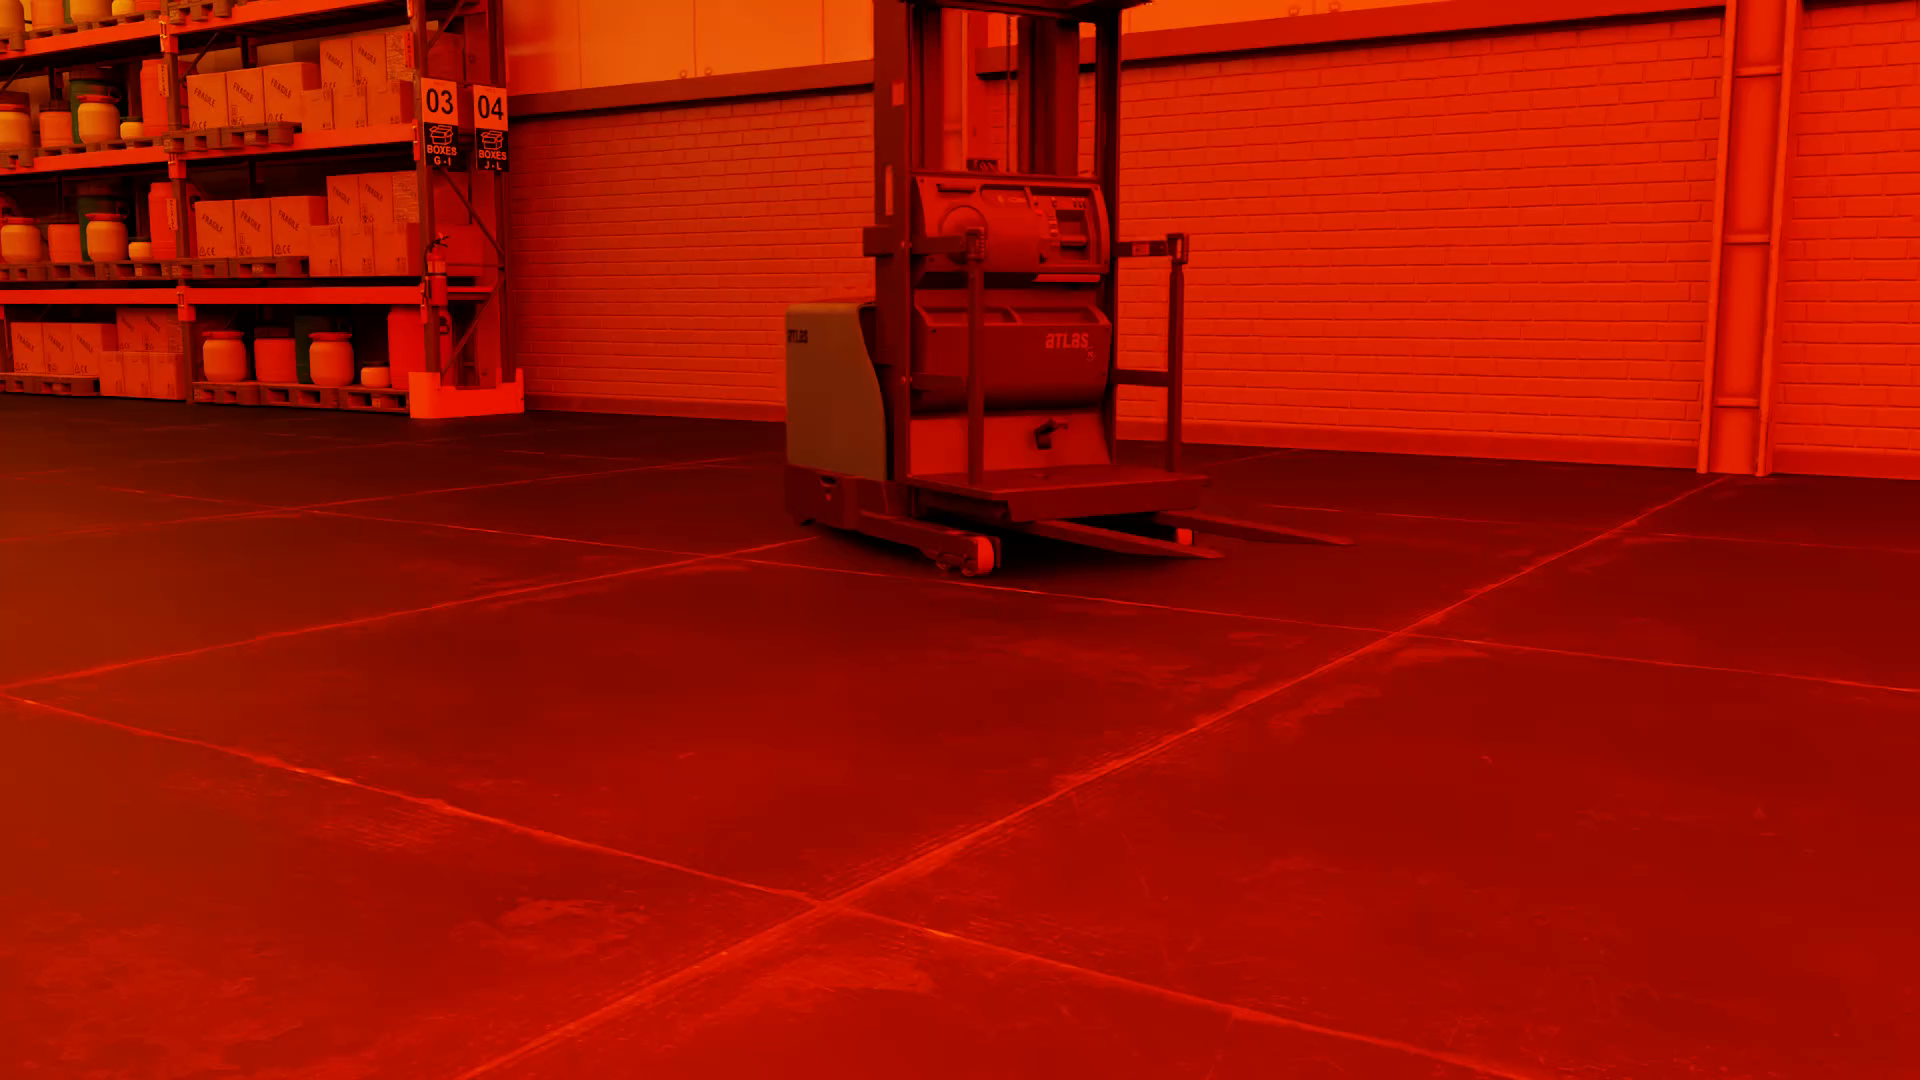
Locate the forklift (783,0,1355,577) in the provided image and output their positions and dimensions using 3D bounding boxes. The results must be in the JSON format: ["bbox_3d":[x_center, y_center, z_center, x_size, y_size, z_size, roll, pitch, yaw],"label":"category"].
[{"bbox_3d":[0.344,-1.377,6.875,1.130,2.935,3.031,-5,9,-31],"label":"forklift"}]
